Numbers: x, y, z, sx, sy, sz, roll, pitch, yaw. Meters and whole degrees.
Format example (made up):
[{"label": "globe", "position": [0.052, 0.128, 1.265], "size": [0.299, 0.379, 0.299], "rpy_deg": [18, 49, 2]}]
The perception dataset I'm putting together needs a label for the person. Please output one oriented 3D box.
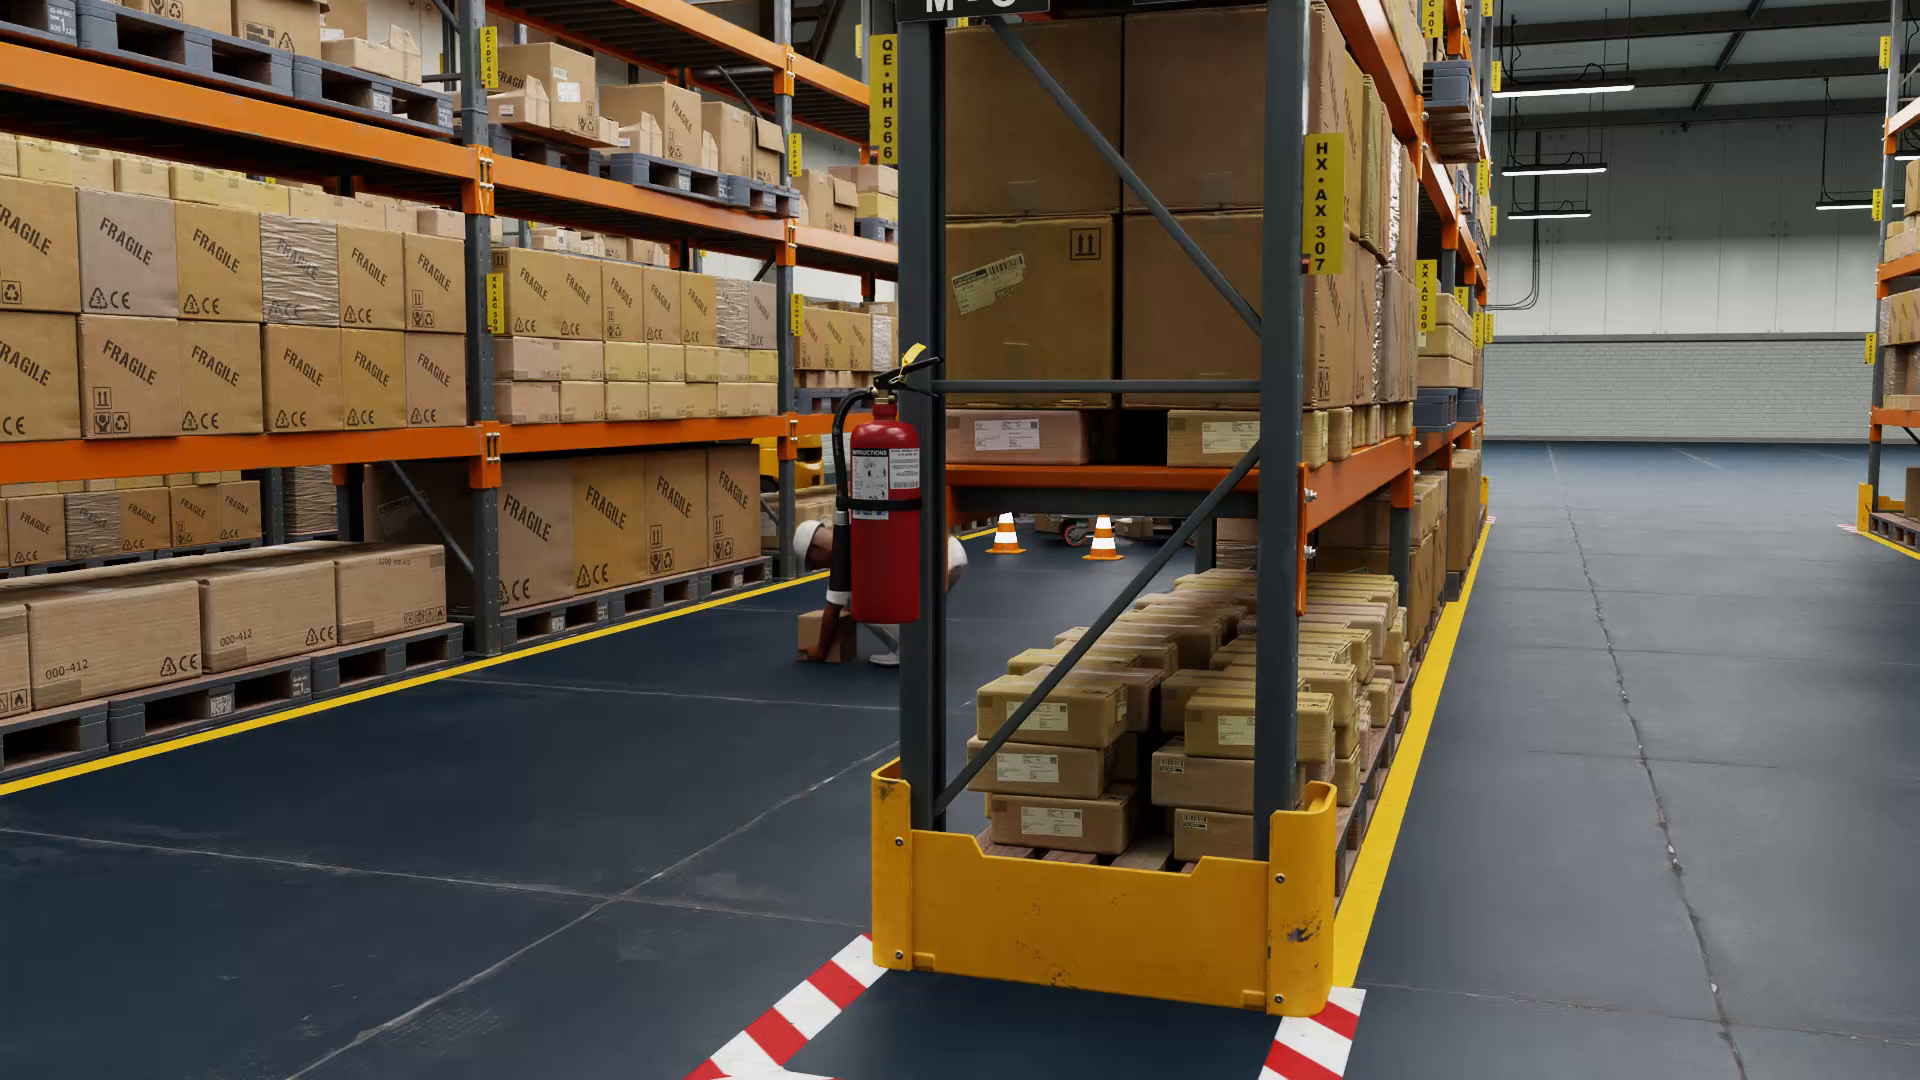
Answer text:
[{"label": "person", "position": [-0.458, 0.285, 9.176], "size": [0.974, 0.822, 0.519], "rpy_deg": [2, 5, 17]}]
